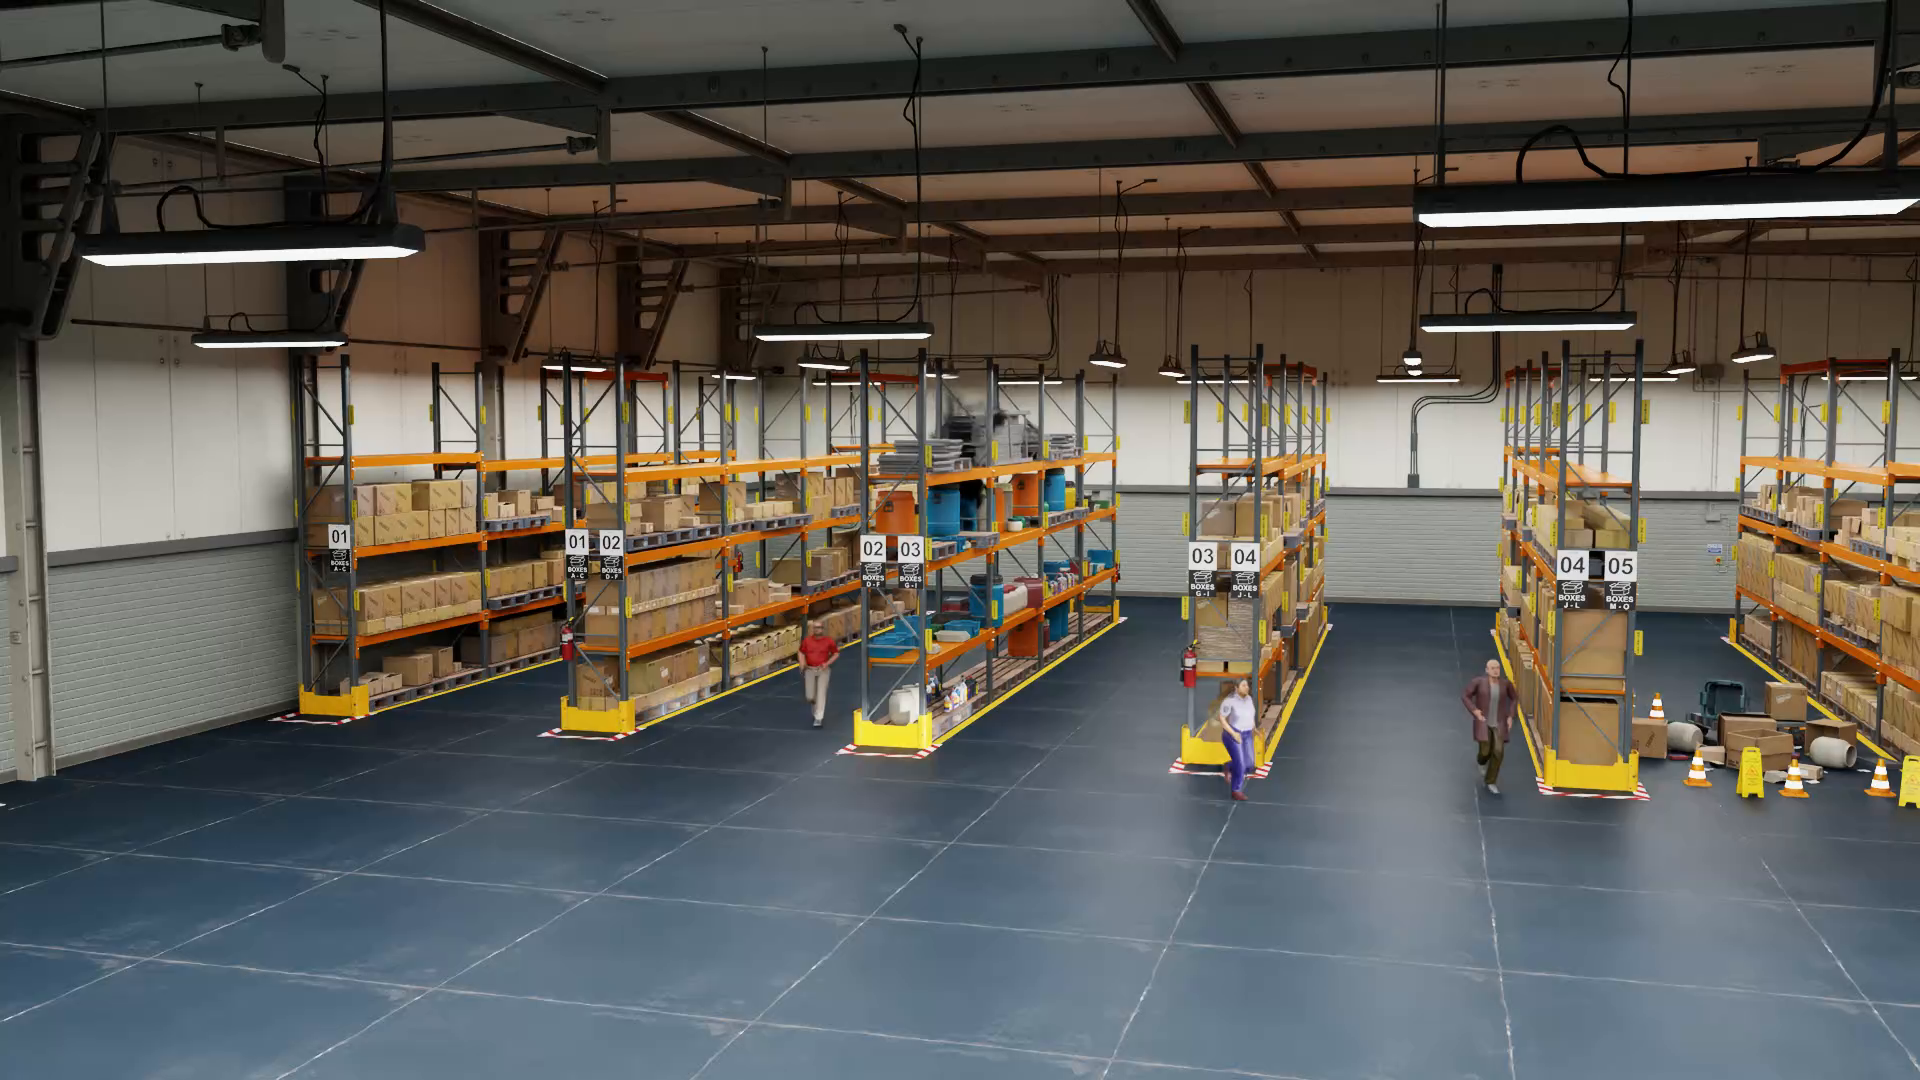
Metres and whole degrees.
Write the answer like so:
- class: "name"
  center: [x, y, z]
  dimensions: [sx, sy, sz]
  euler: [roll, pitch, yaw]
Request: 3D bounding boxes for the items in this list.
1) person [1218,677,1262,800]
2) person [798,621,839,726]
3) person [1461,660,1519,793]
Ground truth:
- class: "person"
  center: [3.605, 2.581, 21.842]
  dimensions: [0.591, 1.599, 0.586]
  euler: [-3, 5, -35]
- class: "person"
  center: [-2.291, 2.145, 26.904]
  dimensions: [0.679, 1.678, 0.619]
  euler: [0, 4, 3]
- class: "person"
  center: [7.126, 2.474, 22.335]
  dimensions: [0.753, 1.760, 0.715]
  euler: [1, 4, 7]
